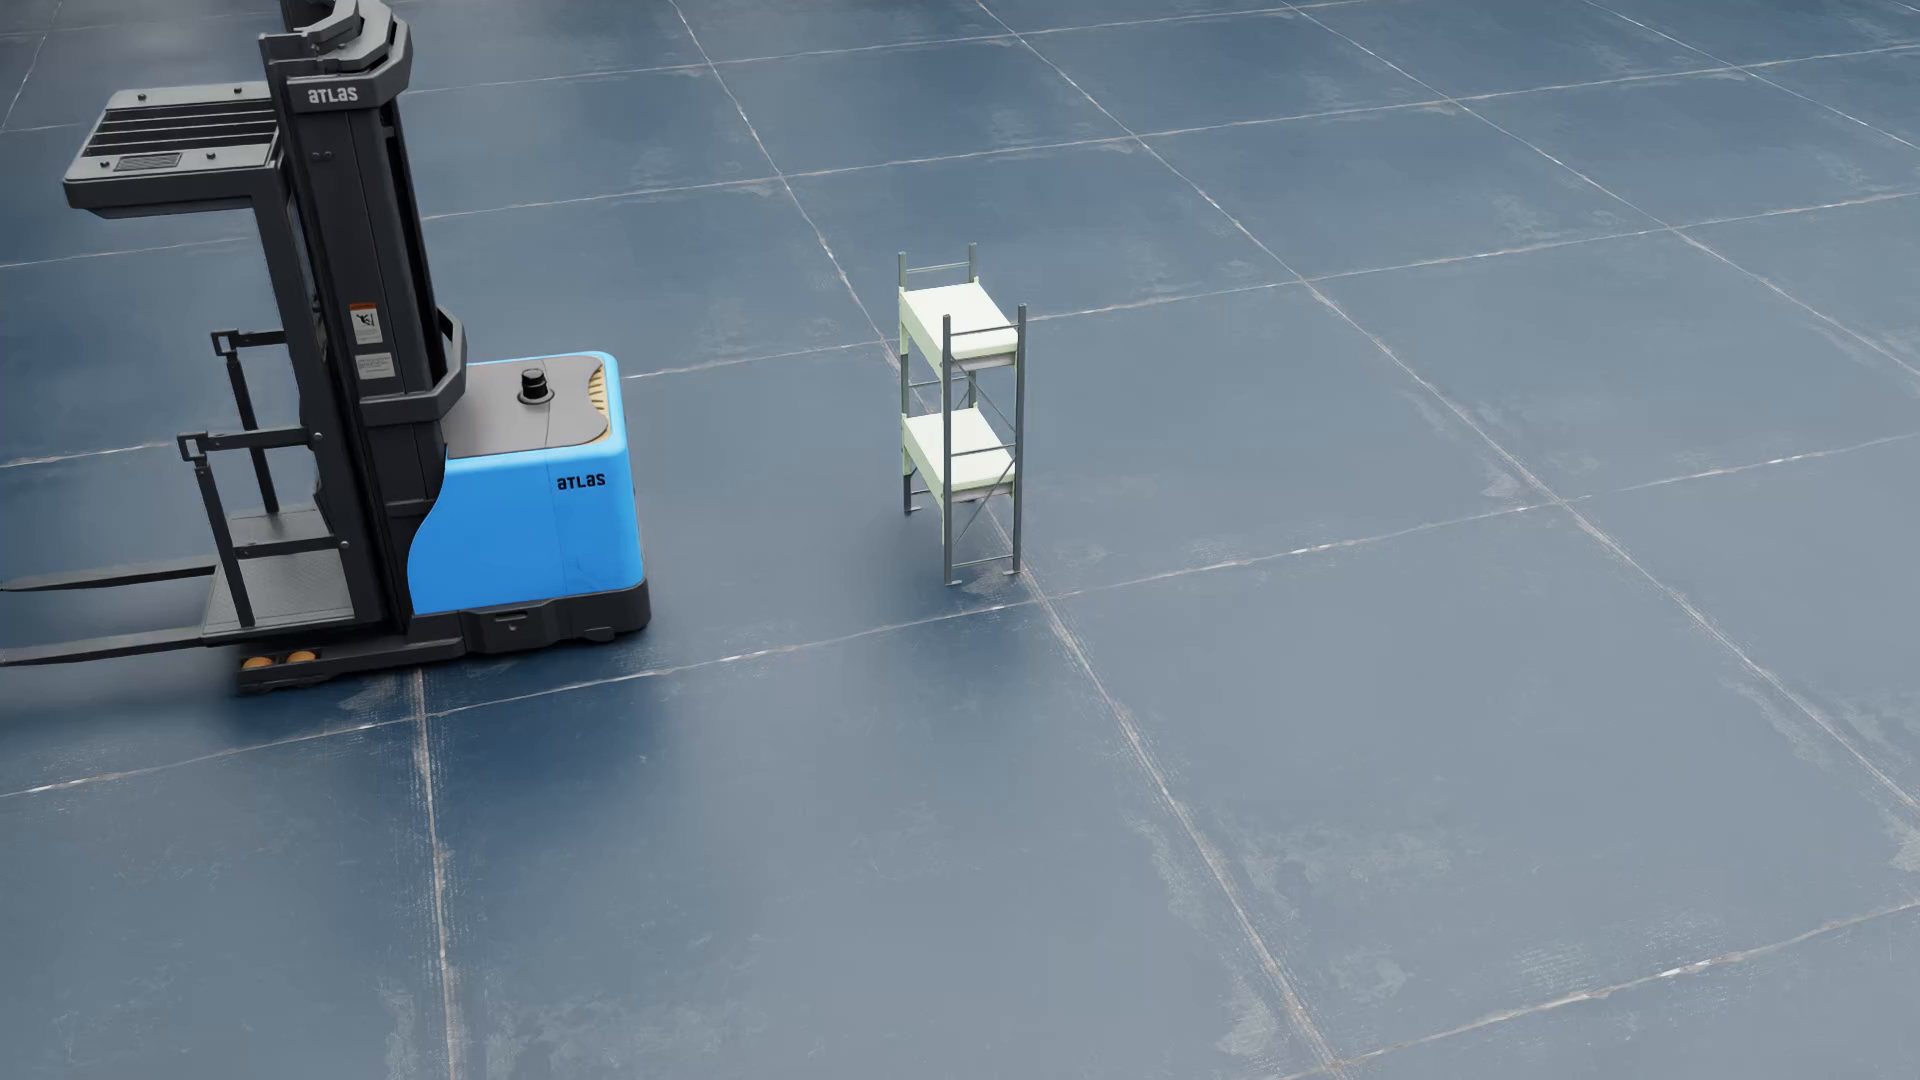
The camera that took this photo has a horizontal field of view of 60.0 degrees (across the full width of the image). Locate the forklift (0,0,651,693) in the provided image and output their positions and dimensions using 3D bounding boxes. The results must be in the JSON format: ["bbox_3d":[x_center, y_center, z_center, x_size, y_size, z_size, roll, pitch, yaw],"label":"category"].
[{"bbox_3d":[-3.068,-0.836,7.357,3.031,2.935,1.130,-7,34,-11],"label":"forklift"}]

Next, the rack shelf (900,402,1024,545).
[{"bbox_3d":[0.002,-0.350,8.511,0.431,0.370,0.720,-10,35,-15],"label":"rack shelf"}]

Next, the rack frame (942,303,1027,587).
[{"bbox_3d":[0.114,-0.430,8.040,0.400,1.500,0.023,-10,35,-15],"label":"rack frame"}]

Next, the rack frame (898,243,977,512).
[{"bbox_3d":[-0.110,-0.814,8.622,0.400,1.500,0.023,-10,35,-15],"label":"rack frame"}]

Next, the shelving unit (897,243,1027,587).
[{"bbox_3d":[0.002,-0.622,8.331,0.431,1.500,0.755,-10,35,-15],"label":"shelving unit"}]

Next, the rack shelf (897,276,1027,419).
[{"bbox_3d":[0.002,-0.948,8.116,0.431,0.370,0.720,-10,35,-15],"label":"rack shelf"}]
